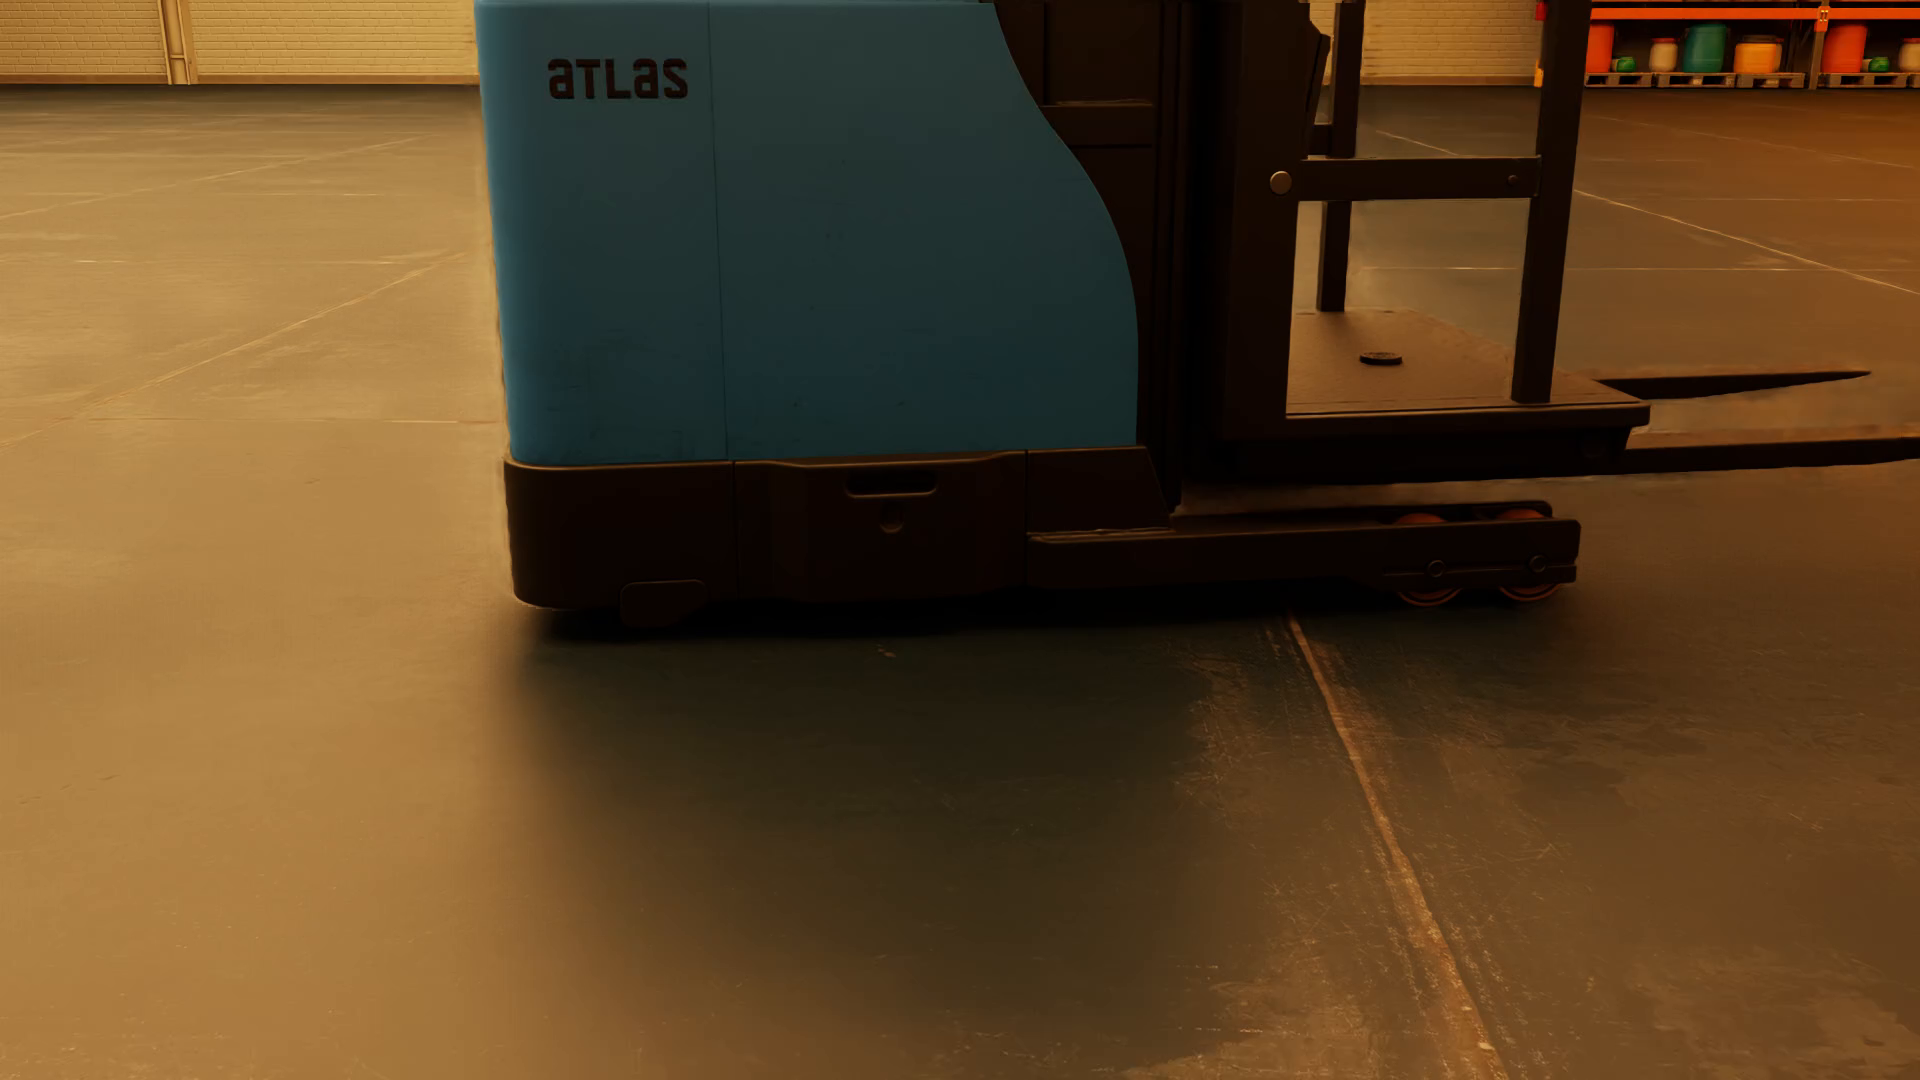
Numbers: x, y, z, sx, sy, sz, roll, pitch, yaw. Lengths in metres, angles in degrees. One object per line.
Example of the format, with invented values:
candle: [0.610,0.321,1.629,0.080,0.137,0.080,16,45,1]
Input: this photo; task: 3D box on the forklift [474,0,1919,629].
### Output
forklift: [0.673,-1.433,3.043,3.031,2.935,1.130,-3,17,-8]
